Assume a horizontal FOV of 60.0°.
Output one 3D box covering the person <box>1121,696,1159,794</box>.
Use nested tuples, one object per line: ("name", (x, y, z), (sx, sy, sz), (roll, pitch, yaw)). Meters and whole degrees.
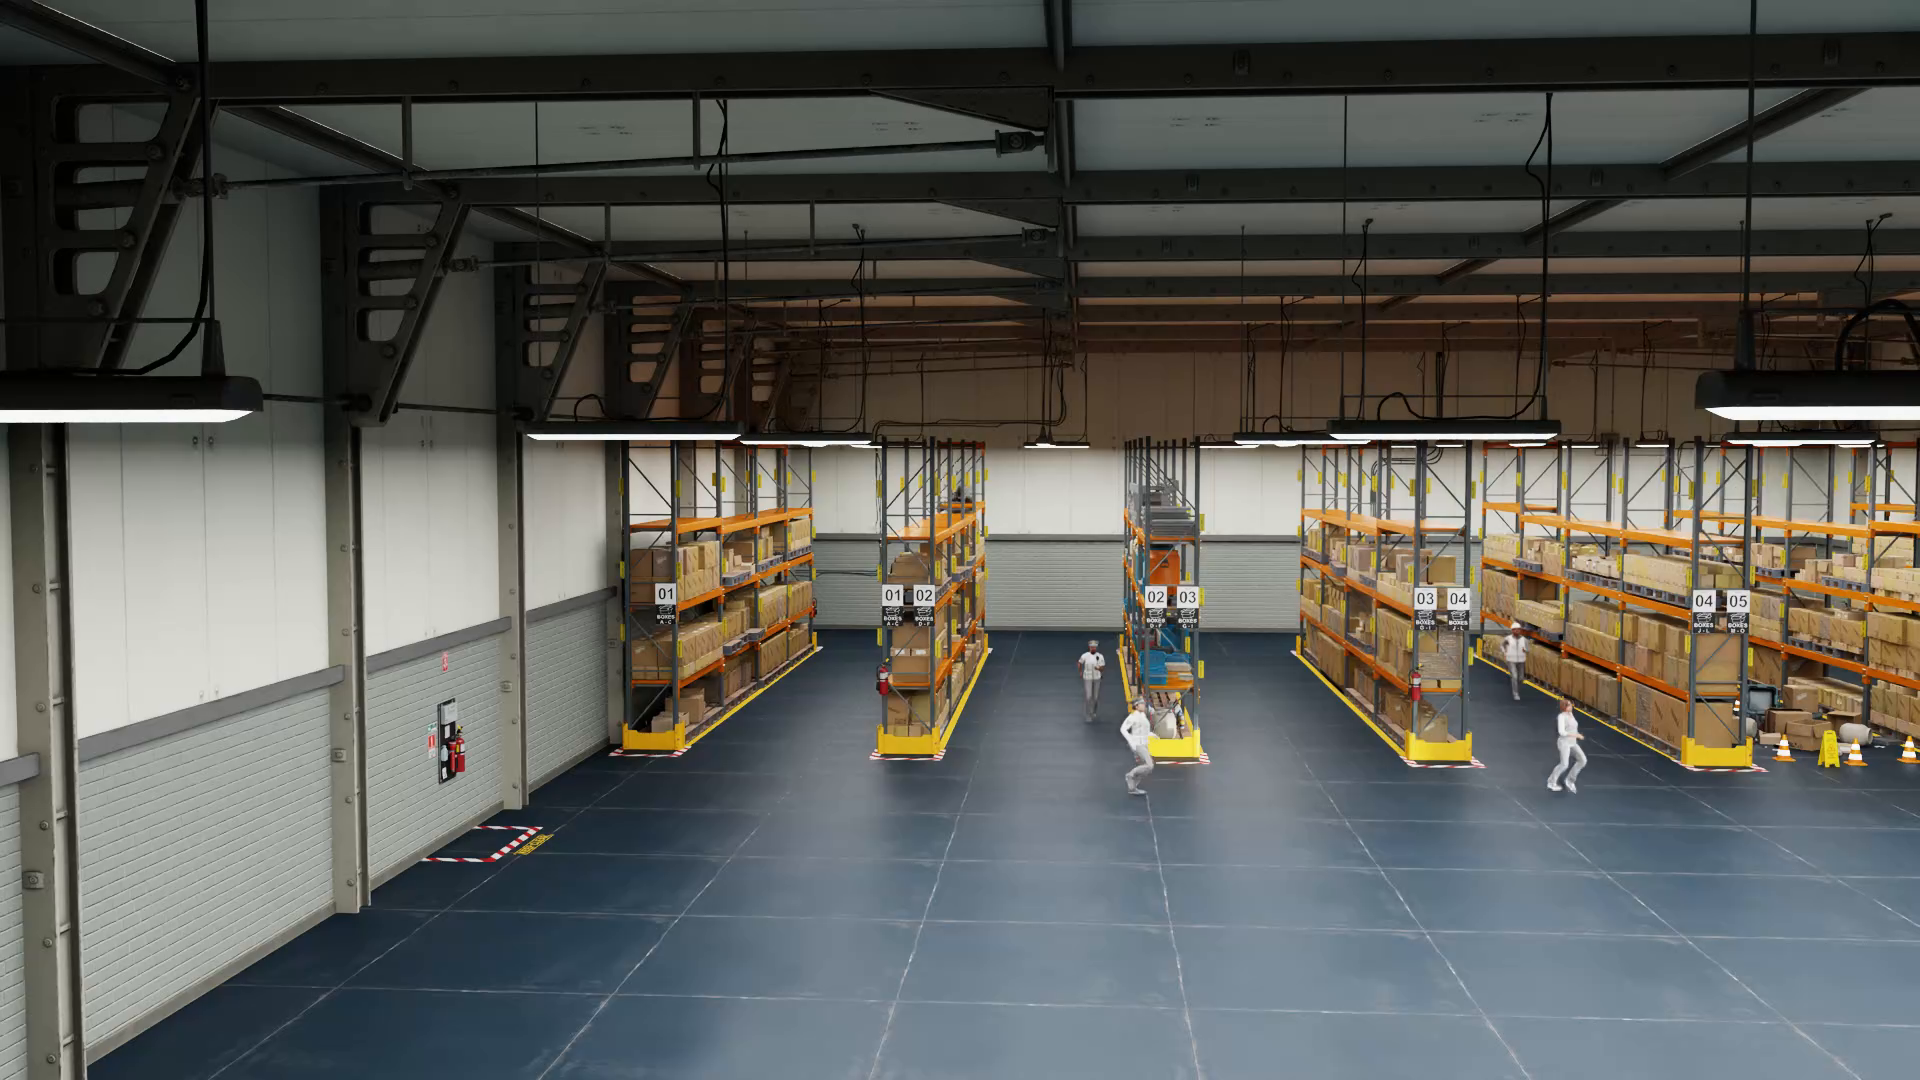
("person", (3.030, 3.412, 27.656), (0.550, 1.650, 0.613), (2, 3, 29))

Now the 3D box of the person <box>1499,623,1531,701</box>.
("person", (12.804, 2.786, 38.315), (0.666, 1.750, 0.930), (0, 3, 3))

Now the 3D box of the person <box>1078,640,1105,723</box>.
("person", (2.803, 2.996, 35.278), (0.545, 1.759, 0.750), (0, 3, -4))

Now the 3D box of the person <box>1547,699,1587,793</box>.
("person", (10.185, 3.446, 27.871), (0.548, 1.585, 0.661), (-3, 4, -42))

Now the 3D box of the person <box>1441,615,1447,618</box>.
("person", (13.752, 2.334, 47.288), (0.973, 1.709, 0.733), (-2, 4, -29))
